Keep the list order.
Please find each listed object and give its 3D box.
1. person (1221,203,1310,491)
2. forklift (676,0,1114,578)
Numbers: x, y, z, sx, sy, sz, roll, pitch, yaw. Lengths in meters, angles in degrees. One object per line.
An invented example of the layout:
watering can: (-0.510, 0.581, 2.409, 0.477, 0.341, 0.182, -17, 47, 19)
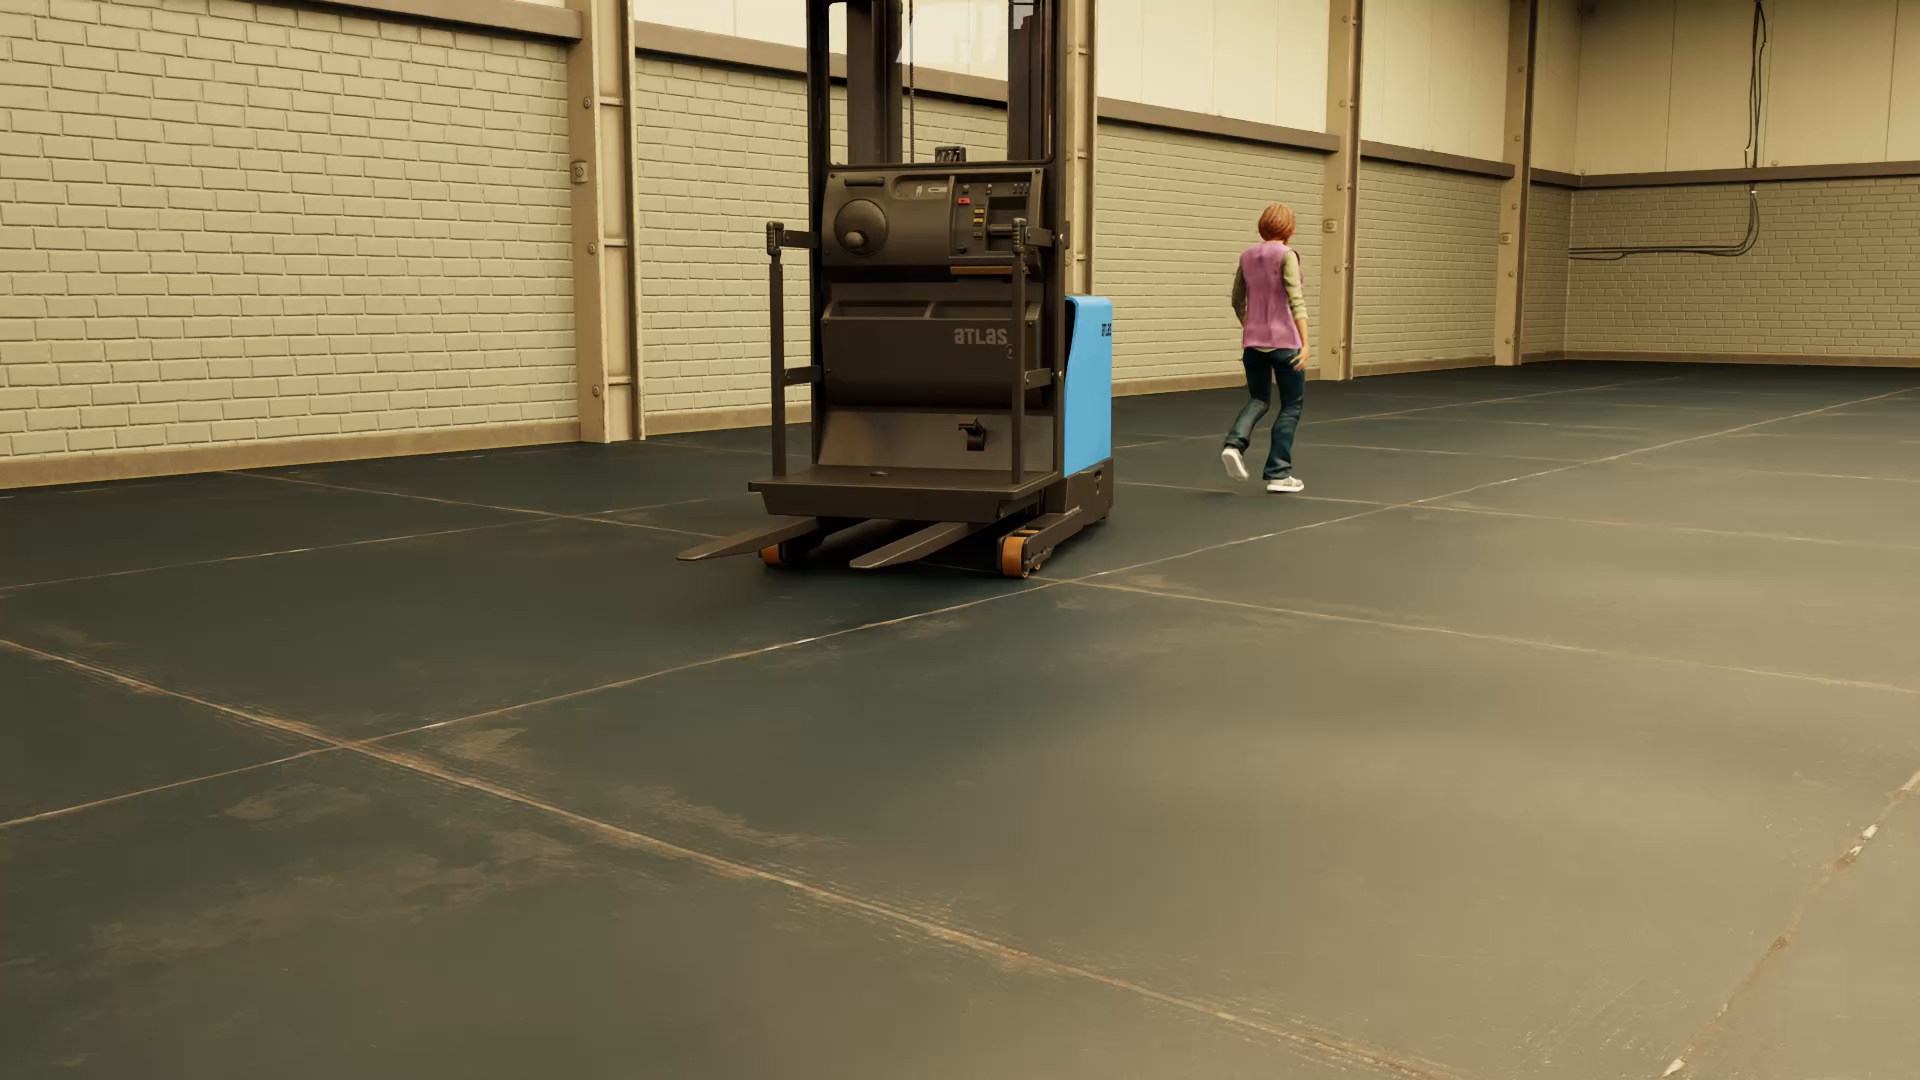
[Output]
person: (1.696, -1.046, 9.121, 0.495, 1.577, 0.627, -8, 11, -43)
forklift: (-0.176, -1.366, 6.616, 1.130, 2.935, 3.031, 3, 9, 17)
